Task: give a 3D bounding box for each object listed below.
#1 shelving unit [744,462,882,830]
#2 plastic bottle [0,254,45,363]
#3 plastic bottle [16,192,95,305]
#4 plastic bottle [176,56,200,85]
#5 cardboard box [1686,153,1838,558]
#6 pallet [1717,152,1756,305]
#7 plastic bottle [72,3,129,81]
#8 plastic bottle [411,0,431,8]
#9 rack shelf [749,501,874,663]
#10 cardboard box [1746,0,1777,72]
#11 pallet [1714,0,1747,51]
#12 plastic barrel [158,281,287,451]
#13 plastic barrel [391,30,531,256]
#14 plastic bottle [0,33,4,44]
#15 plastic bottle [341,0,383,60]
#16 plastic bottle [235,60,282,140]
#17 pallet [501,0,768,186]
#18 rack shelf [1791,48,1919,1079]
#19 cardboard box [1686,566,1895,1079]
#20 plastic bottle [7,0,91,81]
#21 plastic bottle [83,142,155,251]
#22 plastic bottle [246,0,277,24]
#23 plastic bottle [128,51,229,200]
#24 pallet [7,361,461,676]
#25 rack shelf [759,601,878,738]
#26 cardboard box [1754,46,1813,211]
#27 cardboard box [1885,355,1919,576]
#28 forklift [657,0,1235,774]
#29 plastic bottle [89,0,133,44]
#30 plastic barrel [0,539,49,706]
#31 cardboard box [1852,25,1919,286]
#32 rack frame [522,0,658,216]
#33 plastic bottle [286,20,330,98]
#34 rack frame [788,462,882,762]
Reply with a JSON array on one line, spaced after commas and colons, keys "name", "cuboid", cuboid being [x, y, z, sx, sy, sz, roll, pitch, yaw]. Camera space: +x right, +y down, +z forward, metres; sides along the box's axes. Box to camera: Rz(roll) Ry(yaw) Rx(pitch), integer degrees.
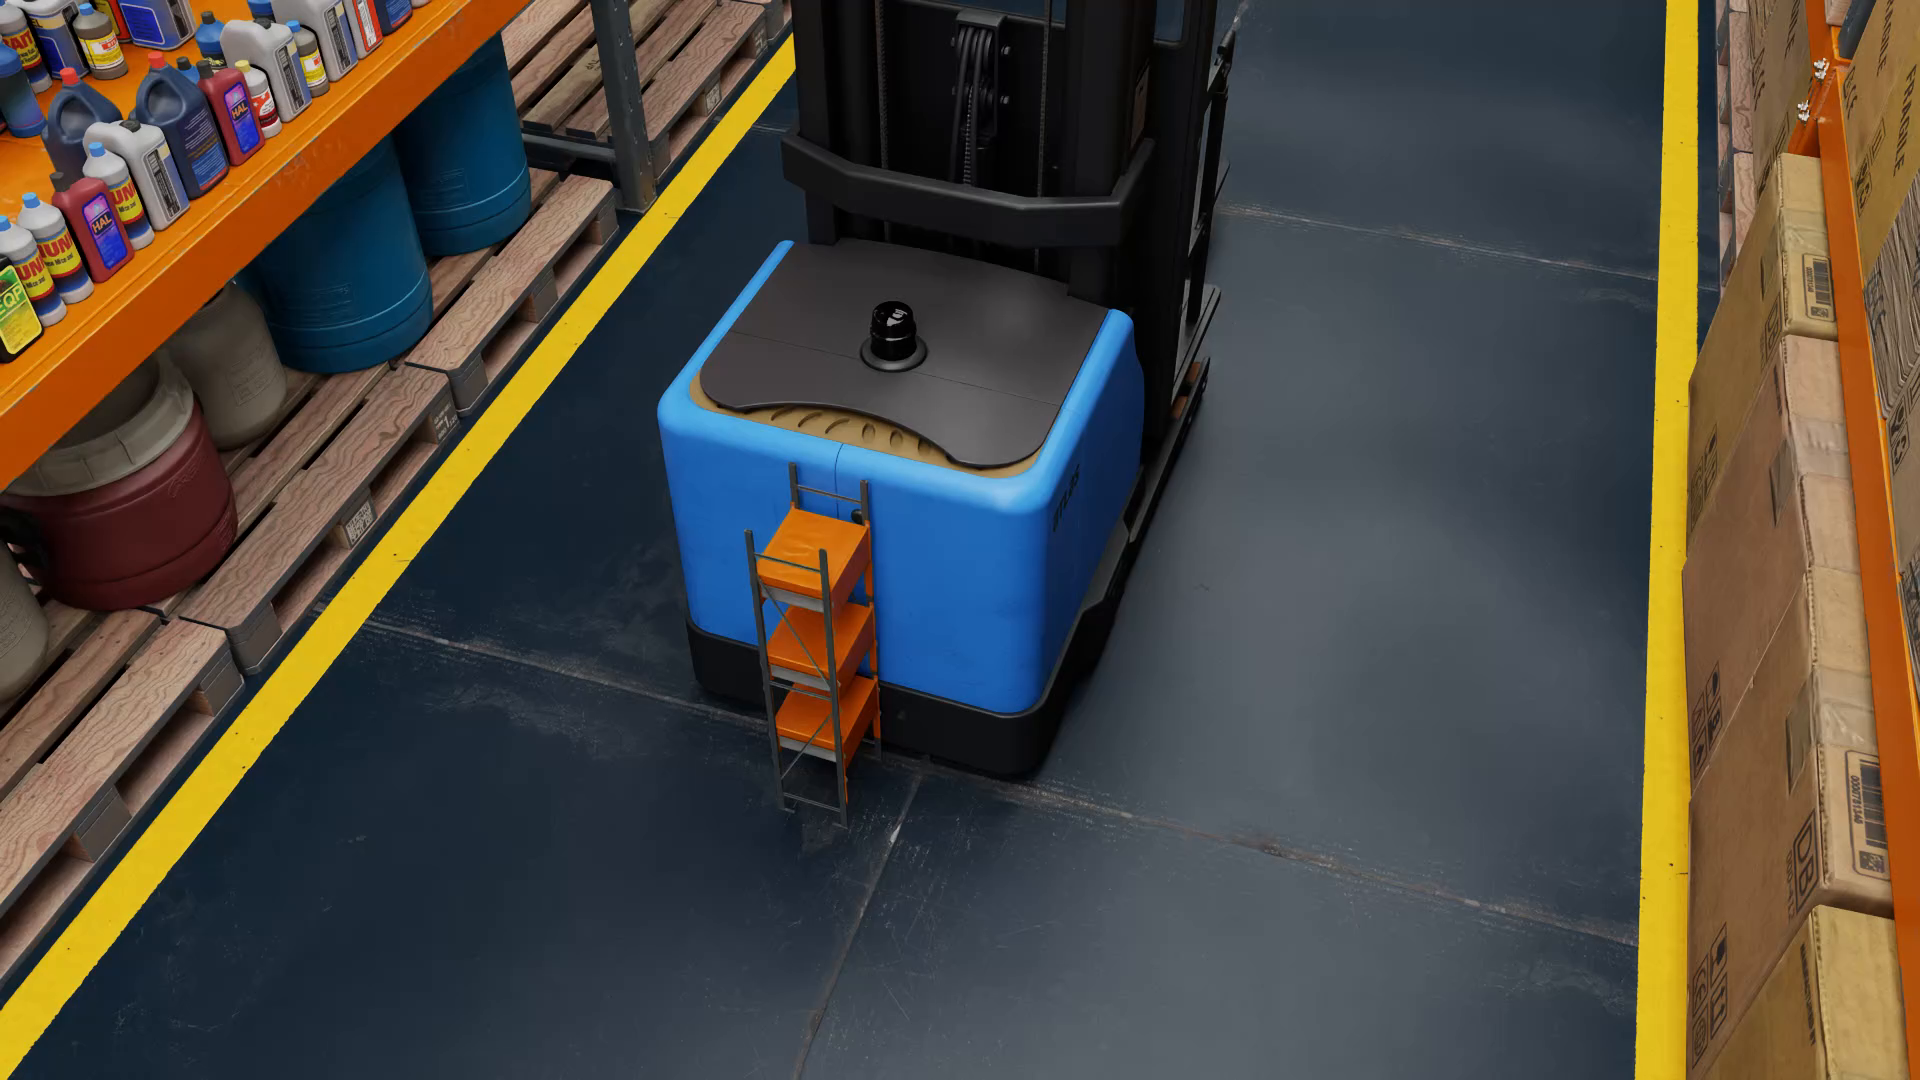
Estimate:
[{"name": "shelving unit", "cuboid": [-0.353, 0.296, 4.197, 0.215, 1.050, 0.252, 14, 46, 14]}, {"name": "plastic bottle", "cuboid": [-2.180, -0.550, 3.750, 0.061, 0.283, 0.133, 13, 46, 13]}, {"name": "plastic bottle", "cuboid": [-2.133, -0.691, 3.903, 0.097, 0.271, 0.097, 0, 44, 0]}, {"name": "plastic bottle", "cuboid": [-1.994, -1.135, 4.358, 0.097, 0.271, 0.097, 0, 44, 0]}, {"name": "cardboard box", "cuboid": [2.844, -0.406, 4.740, 1.225, 0.875, 0.875, 13, 46, 13]}, {"name": "pallet", "cuboid": [3.324, -0.940, 6.060, 1.003, 0.211, 1.213, 13, 46, 13]}, {"name": "plastic bottle", "cuboid": [-2.431, -1.411, 4.689, 0.097, 0.201, 0.097, 0, 44, 0]}, {"name": "plastic bottle", "cuboid": [-1.668, -1.796, 4.976, 0.144, 0.351, 0.185, 13, 46, 13]}, {"name": "rack shelf", "cuboid": [-0.353, 0.100, 4.006, 0.215, 0.259, 0.240, 14, 46, 14]}, {"name": "cardboard box", "cuboid": [3.837, -2.453, 6.831, 0.875, 0.875, 0.875, 13, 46, 13]}, {"name": "pallet", "cuboid": [4.063, -2.567, 7.722, 1.003, 0.211, 1.213, 13, 46, 13]}, {"name": "plastic barrel", "cuboid": [-2.353, -0.568, 5.164, 0.421, 0.512, 0.421, 0, 44, 0]}, {"name": "plastic barrel", "cuboid": [-1.882, -1.537, 5.876, 0.600, 0.901, 0.708, 13, 46, 13]}, {"name": "plastic bottle", "cuboid": [-2.646, -1.314, 4.540, 0.097, 0.271, 0.097, 0, 44, 0]}, {"name": "plastic bottle", "cuboid": [-1.776, -1.541, 4.768, 0.152, 0.276, 0.135, 13, 46, 13]}, {"name": "plastic bottle", "cuboid": [-1.896, -1.186, 4.460, 0.097, 0.201, 0.097, 0, 44, 0]}, {"name": "pallet", "cuboid": [-1.516, -1.997, 7.140, 1.003, 0.211, 1.213, 13, 46, 13]}, {"name": "rack shelf", "cuboid": [2.413, 0.144, 3.473, 1.077, 0.370, 4.000, 13, 46, 13]}, {"name": "cardboard box", "cuboid": [2.314, 0.781, 3.526, 1.225, 0.875, 0.875, 13, 46, 13]}, {"name": "plastic bottle", "cuboid": [-2.555, -1.452, 4.678, 0.152, 0.276, 0.135, 13, 46, 13]}, {"name": "plastic bottle", "cuboid": [-2.063, -0.845, 4.061, 0.097, 0.271, 0.097, 0, 44, 0]}, {"name": "plastic bottle", "cuboid": [-1.941, -1.463, 4.693, 0.097, 0.271, 0.097, 0, 44, 0]}, {"name": "plastic bottle", "cuboid": [-2.002, -1.062, 4.226, 0.144, 0.351, 0.185, 13, 46, 13]}, {"name": "pallet", "cuboid": [-2.342, -0.178, 5.281, 1.003, 0.211, 1.213, 13, 46, 13]}, {"name": "rack shelf", "cuboid": [-0.353, 0.303, 4.205, 0.215, 0.259, 0.240, 14, 46, 14]}, {"name": "cardboard box", "cuboid": [3.295, -1.260, 5.612, 0.875, 0.875, 0.875, 13, 46, 13]}, {"name": "cardboard box", "cuboid": [2.187, -0.214, 3.253, 0.500, 0.500, 0.500, 13, 46, 13]}, {"name": "forklift", "cuboid": [0.213, -1.462, 4.648, 1.130, 2.935, 3.031, 14, 46, 14]}, {"name": "plastic bottle", "cuboid": [-2.485, -1.606, 4.836, 0.152, 0.276, 0.135, 13, 46, 13]}, {"name": "plastic barrel", "cuboid": [-2.695, 0.185, 4.395, 0.421, 0.512, 0.421, 0, 44, 0]}, {"name": "cardboard box", "cuboid": [2.490, -0.893, 3.947, 0.500, 0.500, 0.500, 13, 46, 13]}, {"name": "rack frame", "cuboid": [-1.701, -2.496, 5.656, 1.000, 3.000, 0.127, 13, 46, 13]}, {"name": "plastic bottle", "cuboid": [-1.826, -1.341, 4.618, 0.097, 0.201, 0.097, 0, 44, 0]}, {"name": "rack frame", "cuboid": [-0.311, 0.215, 4.279, 0.200, 1.050, 0.008, 14, 46, 14]}]
